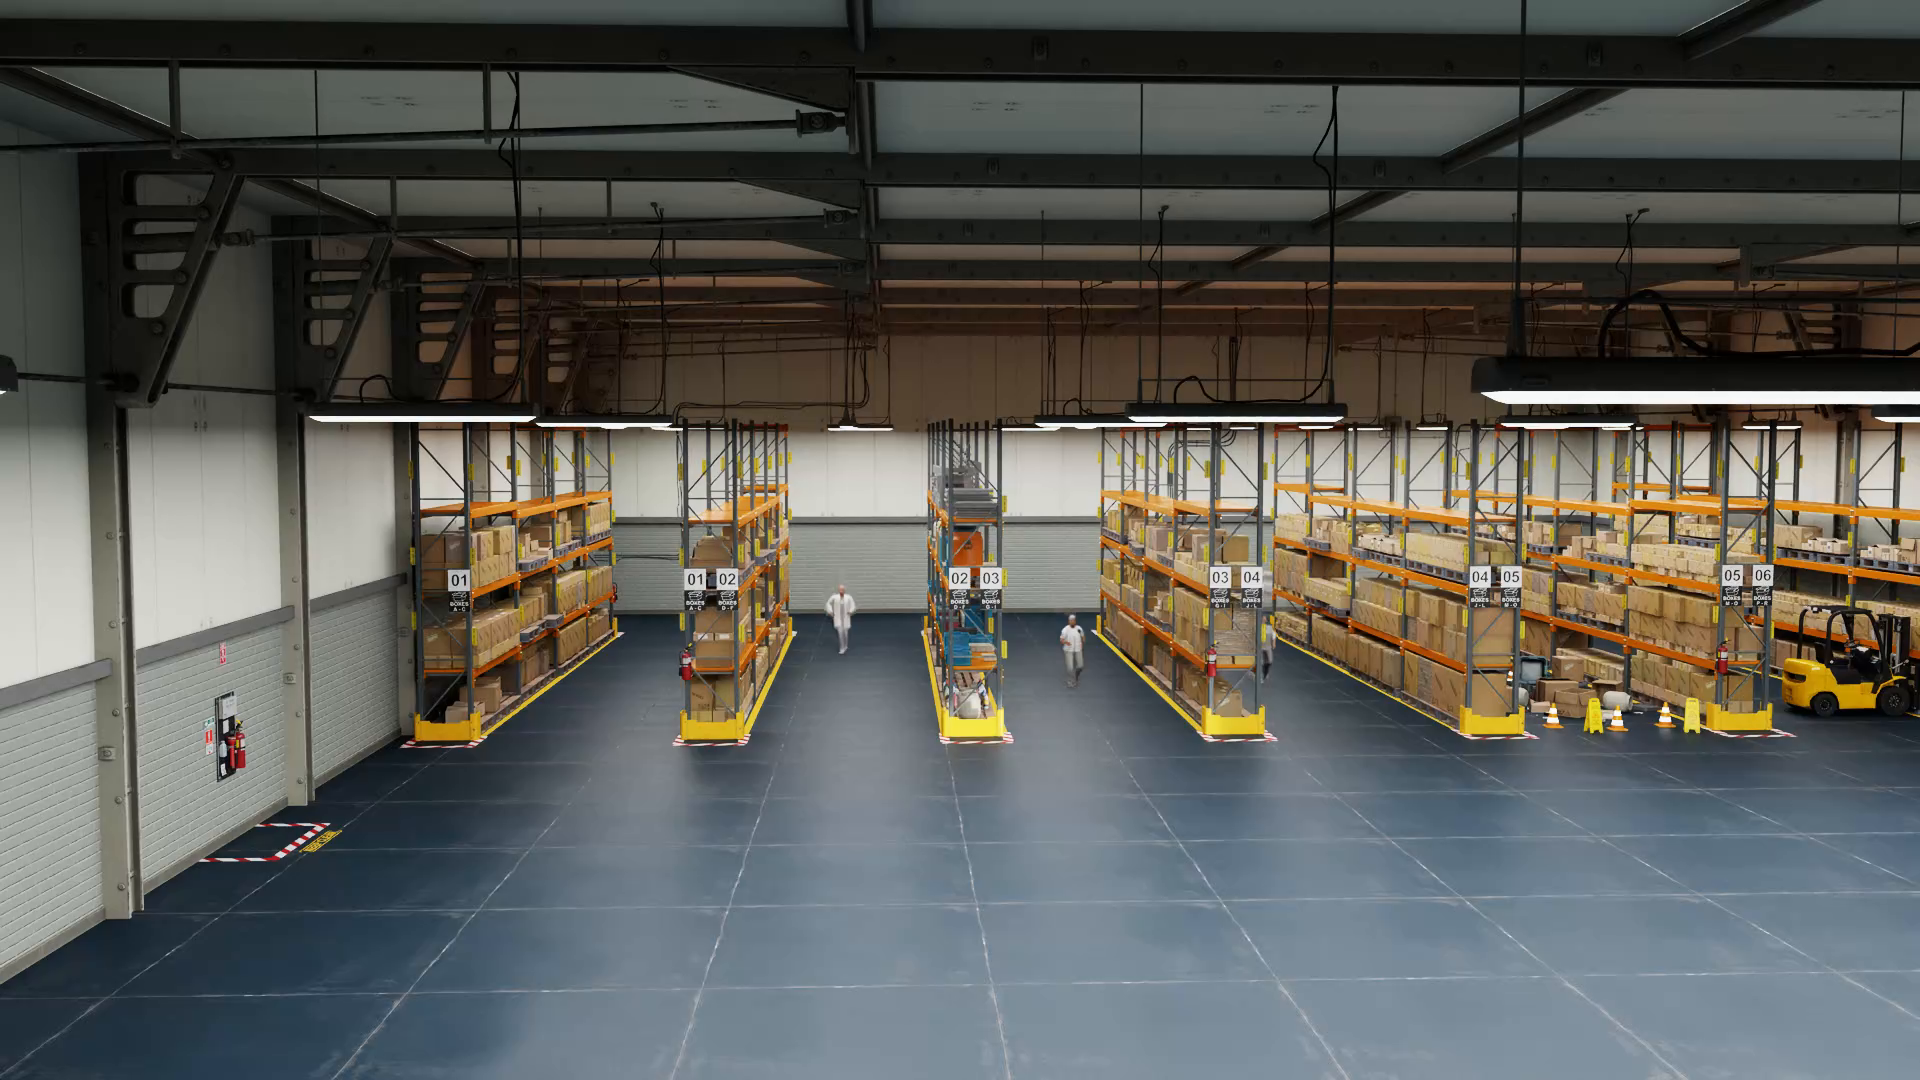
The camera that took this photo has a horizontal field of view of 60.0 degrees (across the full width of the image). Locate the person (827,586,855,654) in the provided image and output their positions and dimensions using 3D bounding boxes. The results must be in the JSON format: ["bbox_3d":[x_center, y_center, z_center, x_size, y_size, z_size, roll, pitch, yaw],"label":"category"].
[{"bbox_3d":[-3.096,2.063,43.386,0.737,1.754,0.940,-1,4,-10],"label":"person"}]

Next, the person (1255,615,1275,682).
[{"bbox_3d":[6.980,2.507,37.986,0.572,1.540,0.605,-1,4,-8],"label":"person"}]

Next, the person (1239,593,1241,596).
[{"bbox_3d":[7.800,2.020,45.356,0.526,1.638,0.720,0,4,2],"label":"person"}]

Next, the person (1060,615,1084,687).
[{"bbox_3d":[2.551,2.507,37.404,0.574,1.623,0.548,-1,4,-9],"label":"person"}]

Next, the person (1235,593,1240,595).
[{"bbox_3d":[8.118,1.769,48.495,0.747,1.707,0.810,-3,5,-40],"label":"person"}]
